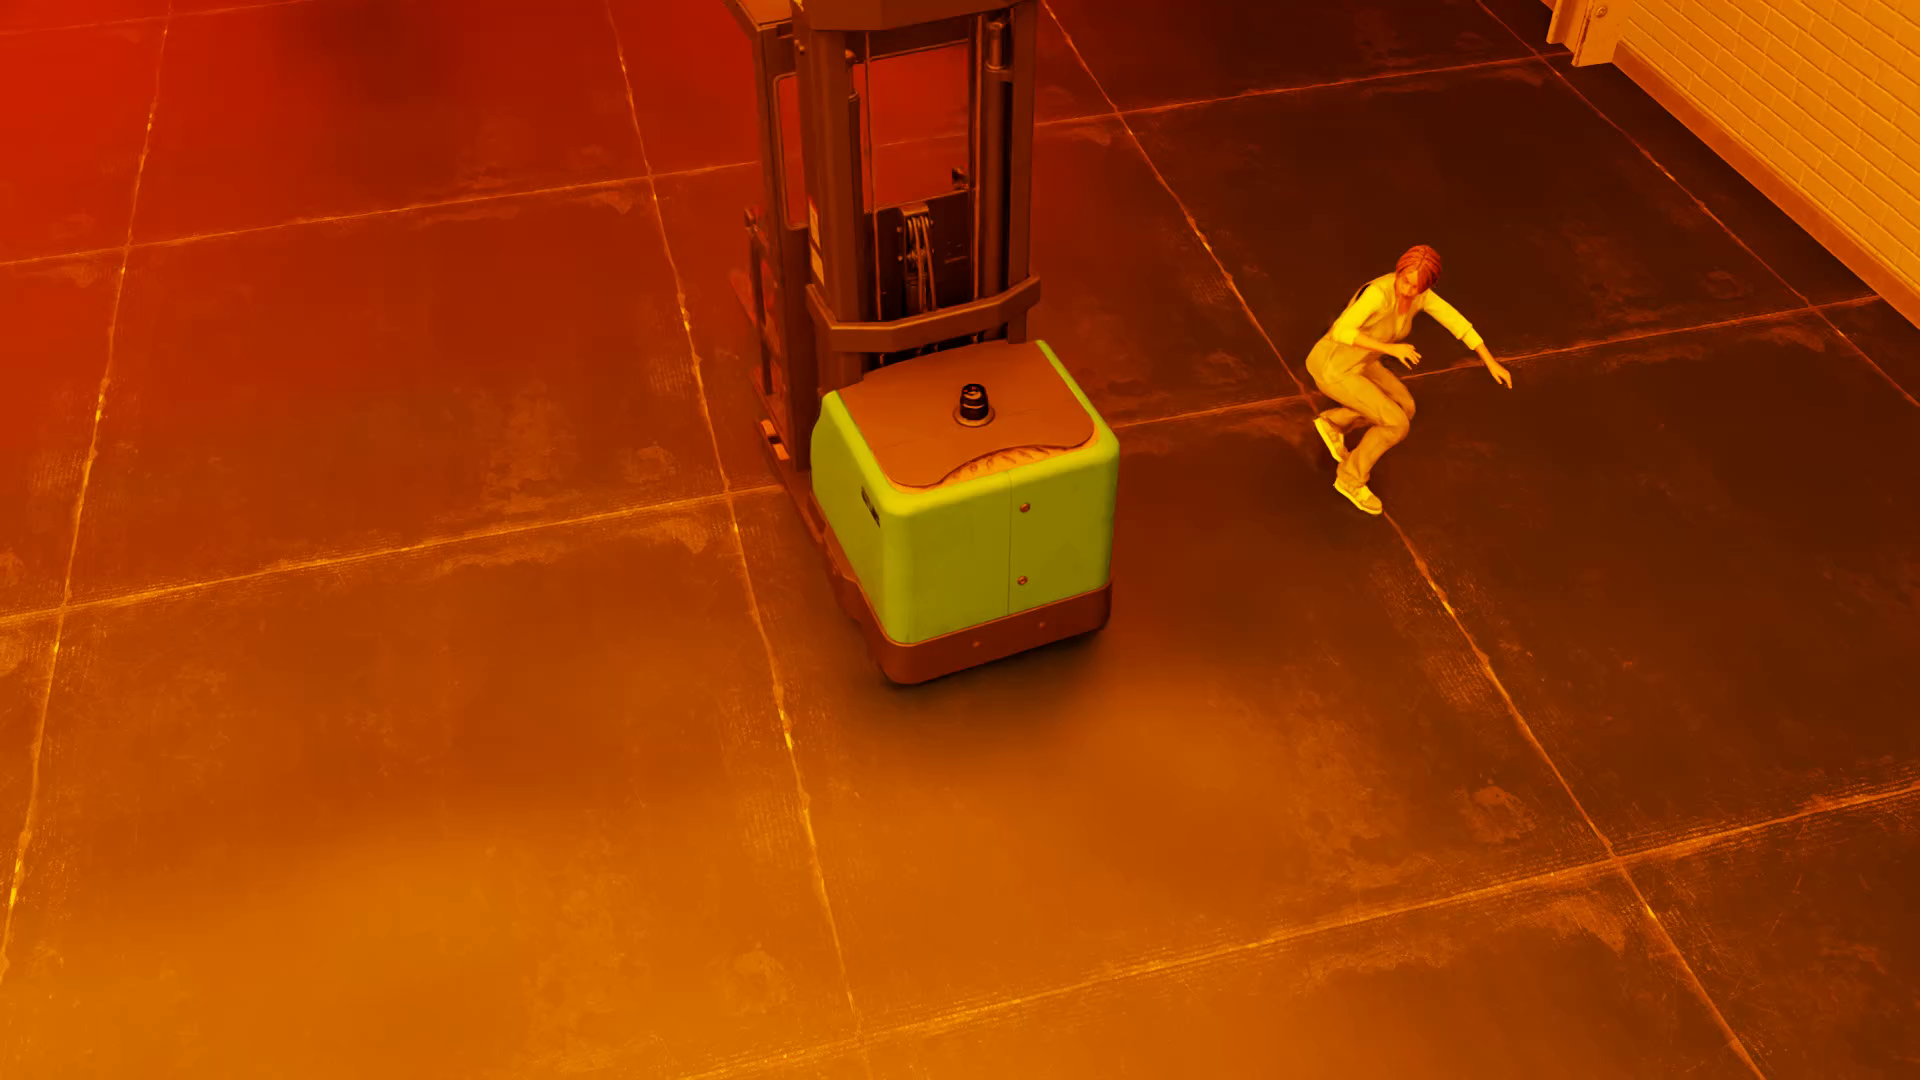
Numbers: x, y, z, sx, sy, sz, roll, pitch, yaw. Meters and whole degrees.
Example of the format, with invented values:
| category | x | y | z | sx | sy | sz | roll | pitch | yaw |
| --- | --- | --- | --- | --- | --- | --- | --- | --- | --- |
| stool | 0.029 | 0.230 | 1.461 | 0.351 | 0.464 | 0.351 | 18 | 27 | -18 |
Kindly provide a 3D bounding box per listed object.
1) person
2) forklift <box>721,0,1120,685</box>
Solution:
| category | x | y | z | sx | sy | sz | roll | pitch | yaw |
| --- | --- | --- | --- | --- | --- | --- | --- | --- | --- |
| person | 1.997 | -0.715 | 7.575 | 0.882 | 1.326 | 0.680 | 26 | 49 | 25 |
| forklift | -0.367 | -1.478 | 7.209 | 1.130 | 2.935 | 3.031 | -16 | 46 | -16 |
